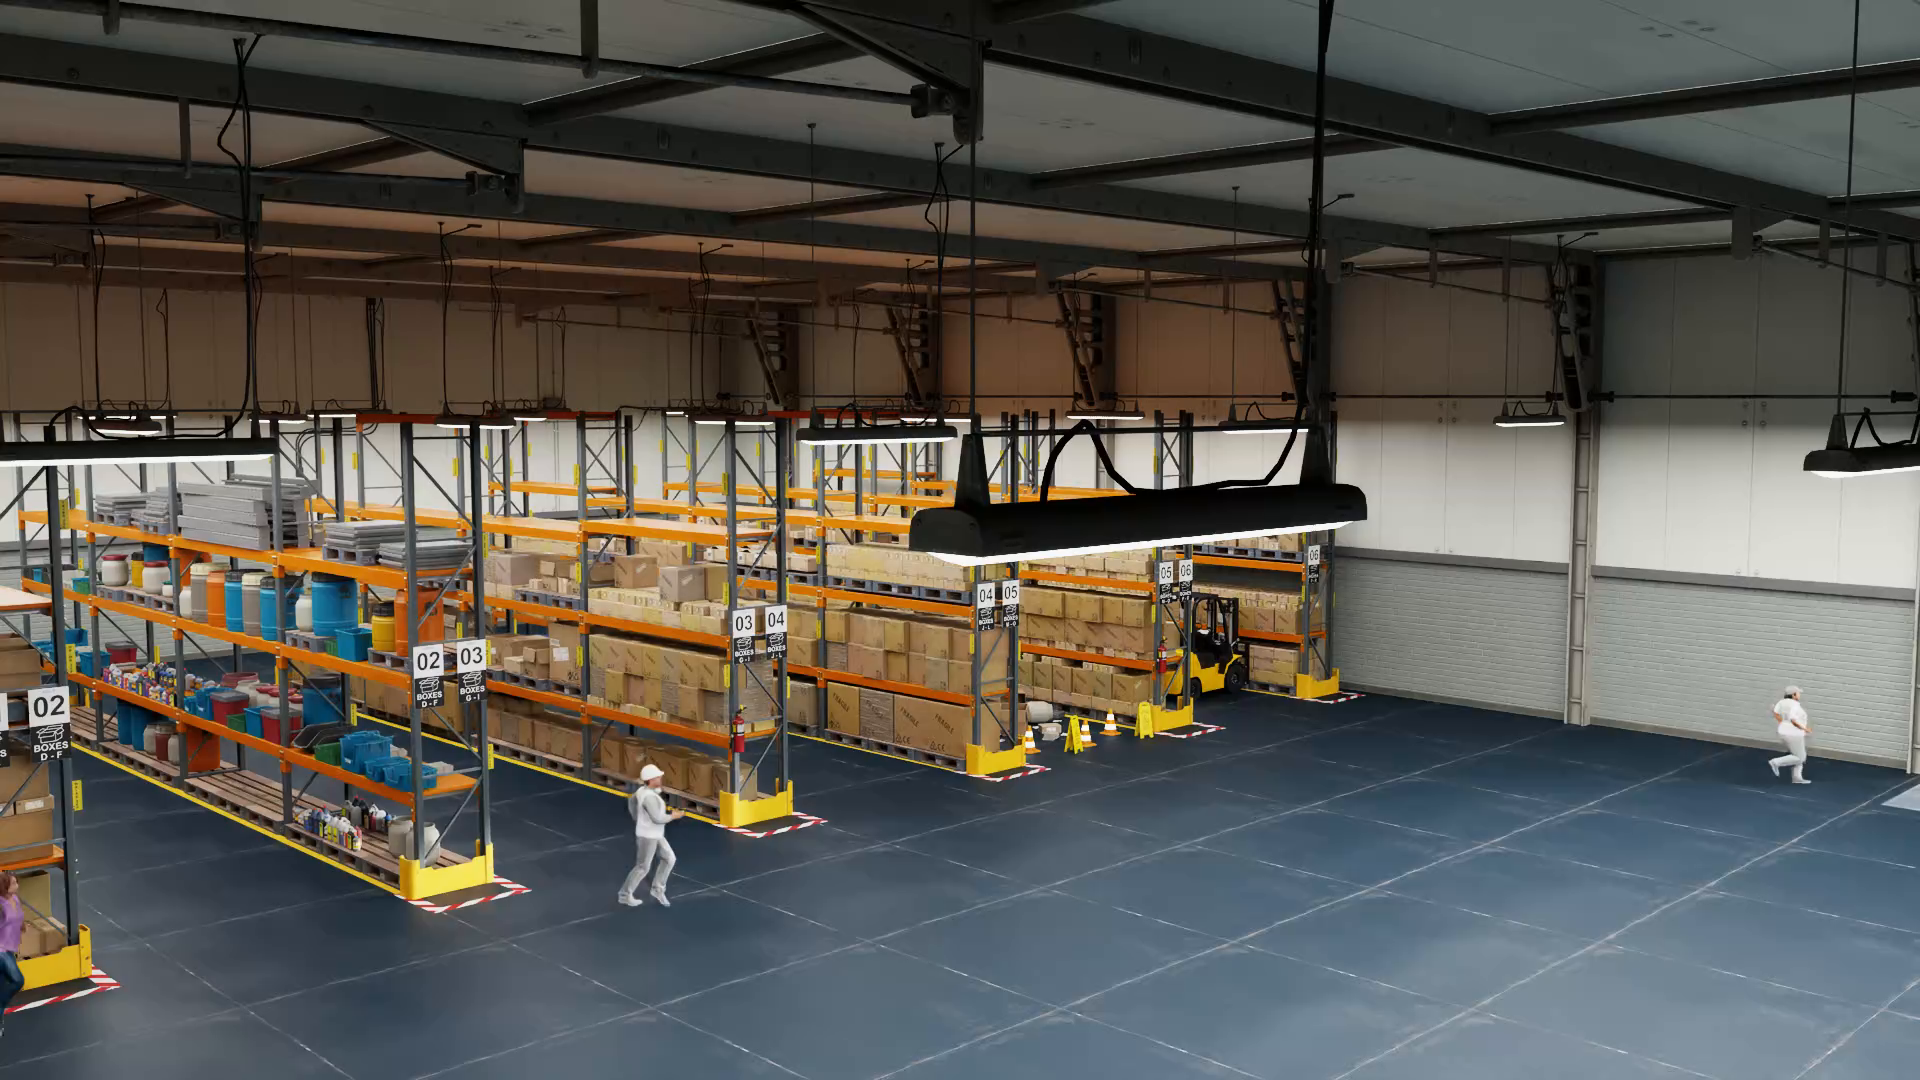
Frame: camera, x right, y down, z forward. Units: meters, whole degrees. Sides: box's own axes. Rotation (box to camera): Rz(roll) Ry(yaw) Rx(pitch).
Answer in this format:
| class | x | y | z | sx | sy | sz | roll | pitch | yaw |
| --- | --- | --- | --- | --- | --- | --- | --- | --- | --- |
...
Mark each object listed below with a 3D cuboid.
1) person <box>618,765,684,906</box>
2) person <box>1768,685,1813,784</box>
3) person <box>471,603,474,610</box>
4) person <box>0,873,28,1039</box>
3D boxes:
| class | x | y | z | sx | sy | sz | roll | pitch | yaw |
| --- | --- | --- | --- | --- | --- | --- | --- | --- | --- |
| person | -3.816 | 3.671 | 20.524 | 0.827 | 1.822 | 0.620 | -1 | 5 | -10 |
| person | 13.505 | 3.172 | 27.060 | 0.734 | 1.630 | 0.588 | 0 | 5 | 1 |
| person | -10.866 | 2.287 | 37.126 | 0.770 | 1.655 | 0.728 | 5 | 7 | 43 |
| person | -9.571 | 4.114 | 16.555 | 0.597 | 1.593 | 0.539 | -1 | 5 | -8 |
